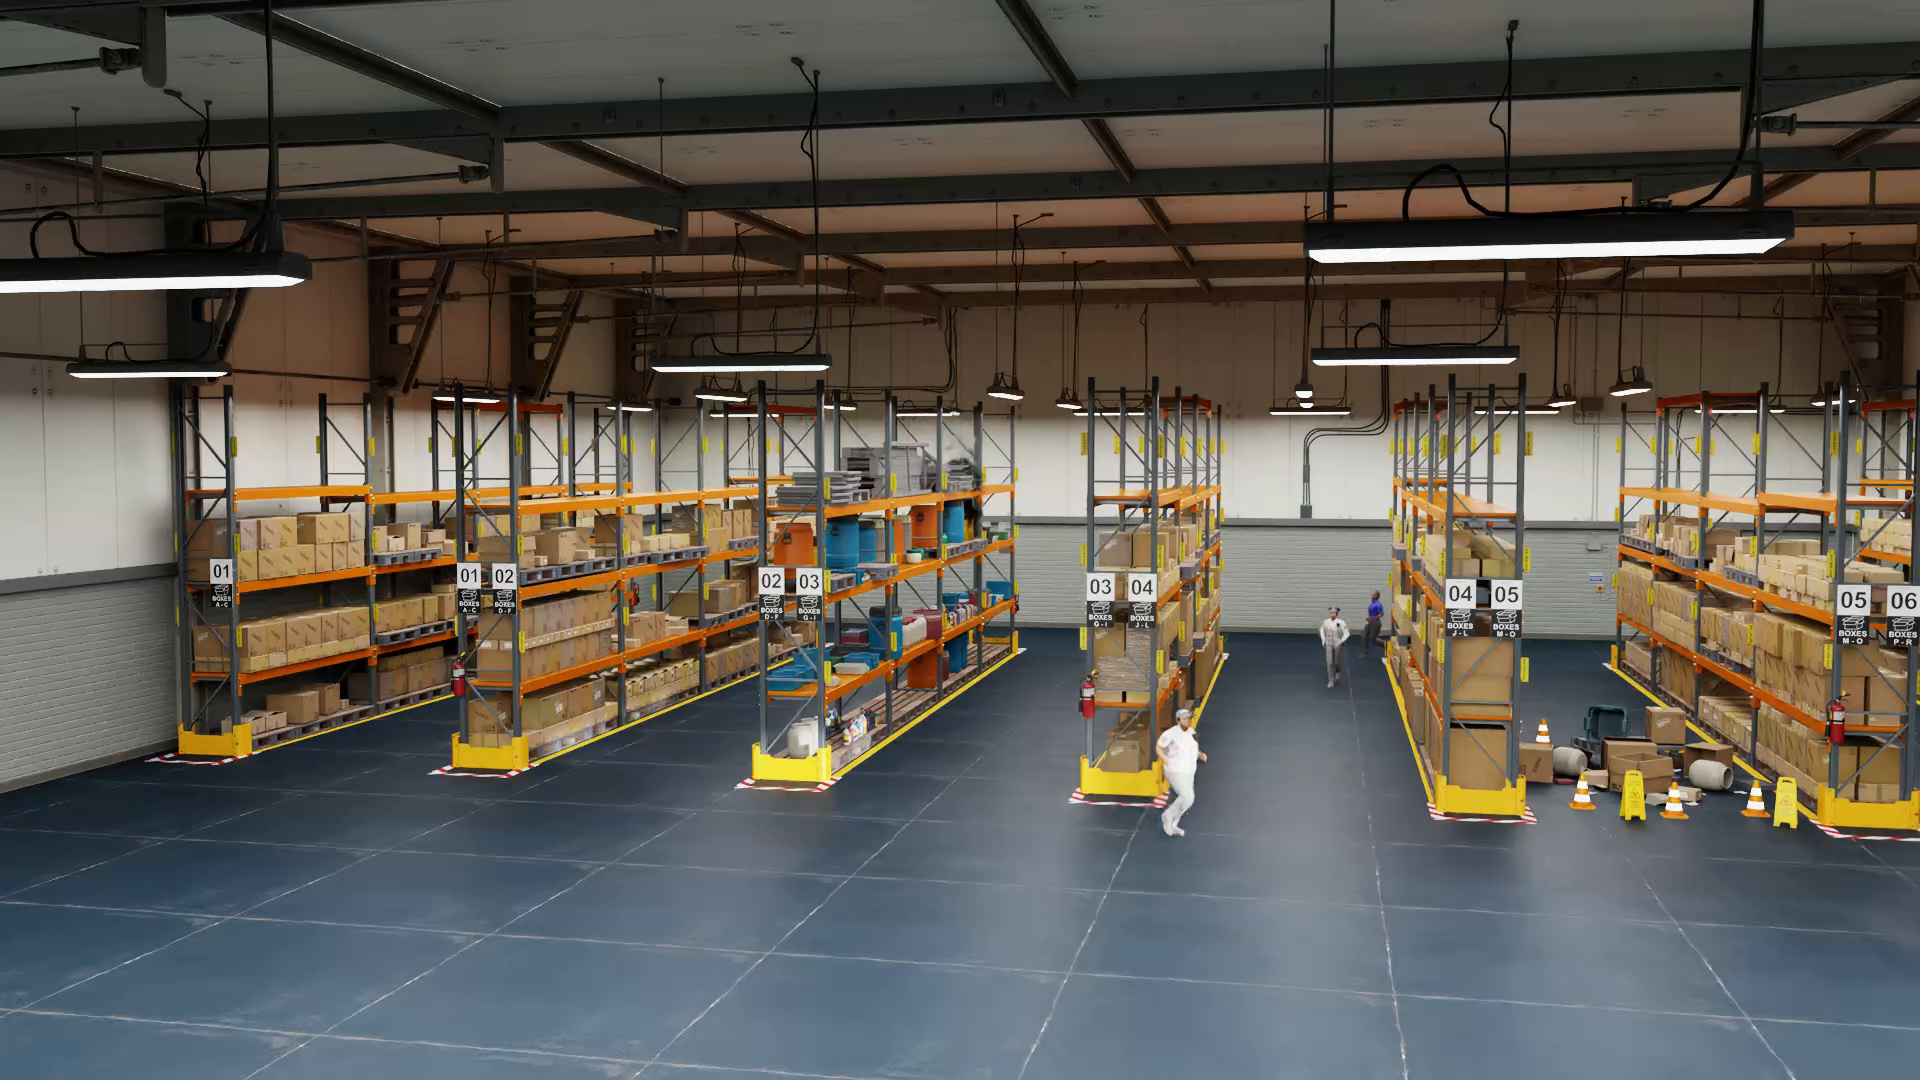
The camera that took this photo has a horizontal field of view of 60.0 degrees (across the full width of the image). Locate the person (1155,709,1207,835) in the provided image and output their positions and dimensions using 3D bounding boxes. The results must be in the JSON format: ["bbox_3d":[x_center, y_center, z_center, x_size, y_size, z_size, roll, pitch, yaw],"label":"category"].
[{"bbox_3d":[2.882,2.983,21.376,0.586,1.633,0.592,-3,4,-41],"label":"person"}]

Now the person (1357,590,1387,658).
[{"bbox_3d":[9.841,2.008,39.391,0.769,1.638,0.611,-1,3,-11],"label":"person"}]

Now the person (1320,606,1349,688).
[{"bbox_3d":[7.860,2.222,34.925,0.632,1.694,0.819,1,3,20],"label":"person"}]
